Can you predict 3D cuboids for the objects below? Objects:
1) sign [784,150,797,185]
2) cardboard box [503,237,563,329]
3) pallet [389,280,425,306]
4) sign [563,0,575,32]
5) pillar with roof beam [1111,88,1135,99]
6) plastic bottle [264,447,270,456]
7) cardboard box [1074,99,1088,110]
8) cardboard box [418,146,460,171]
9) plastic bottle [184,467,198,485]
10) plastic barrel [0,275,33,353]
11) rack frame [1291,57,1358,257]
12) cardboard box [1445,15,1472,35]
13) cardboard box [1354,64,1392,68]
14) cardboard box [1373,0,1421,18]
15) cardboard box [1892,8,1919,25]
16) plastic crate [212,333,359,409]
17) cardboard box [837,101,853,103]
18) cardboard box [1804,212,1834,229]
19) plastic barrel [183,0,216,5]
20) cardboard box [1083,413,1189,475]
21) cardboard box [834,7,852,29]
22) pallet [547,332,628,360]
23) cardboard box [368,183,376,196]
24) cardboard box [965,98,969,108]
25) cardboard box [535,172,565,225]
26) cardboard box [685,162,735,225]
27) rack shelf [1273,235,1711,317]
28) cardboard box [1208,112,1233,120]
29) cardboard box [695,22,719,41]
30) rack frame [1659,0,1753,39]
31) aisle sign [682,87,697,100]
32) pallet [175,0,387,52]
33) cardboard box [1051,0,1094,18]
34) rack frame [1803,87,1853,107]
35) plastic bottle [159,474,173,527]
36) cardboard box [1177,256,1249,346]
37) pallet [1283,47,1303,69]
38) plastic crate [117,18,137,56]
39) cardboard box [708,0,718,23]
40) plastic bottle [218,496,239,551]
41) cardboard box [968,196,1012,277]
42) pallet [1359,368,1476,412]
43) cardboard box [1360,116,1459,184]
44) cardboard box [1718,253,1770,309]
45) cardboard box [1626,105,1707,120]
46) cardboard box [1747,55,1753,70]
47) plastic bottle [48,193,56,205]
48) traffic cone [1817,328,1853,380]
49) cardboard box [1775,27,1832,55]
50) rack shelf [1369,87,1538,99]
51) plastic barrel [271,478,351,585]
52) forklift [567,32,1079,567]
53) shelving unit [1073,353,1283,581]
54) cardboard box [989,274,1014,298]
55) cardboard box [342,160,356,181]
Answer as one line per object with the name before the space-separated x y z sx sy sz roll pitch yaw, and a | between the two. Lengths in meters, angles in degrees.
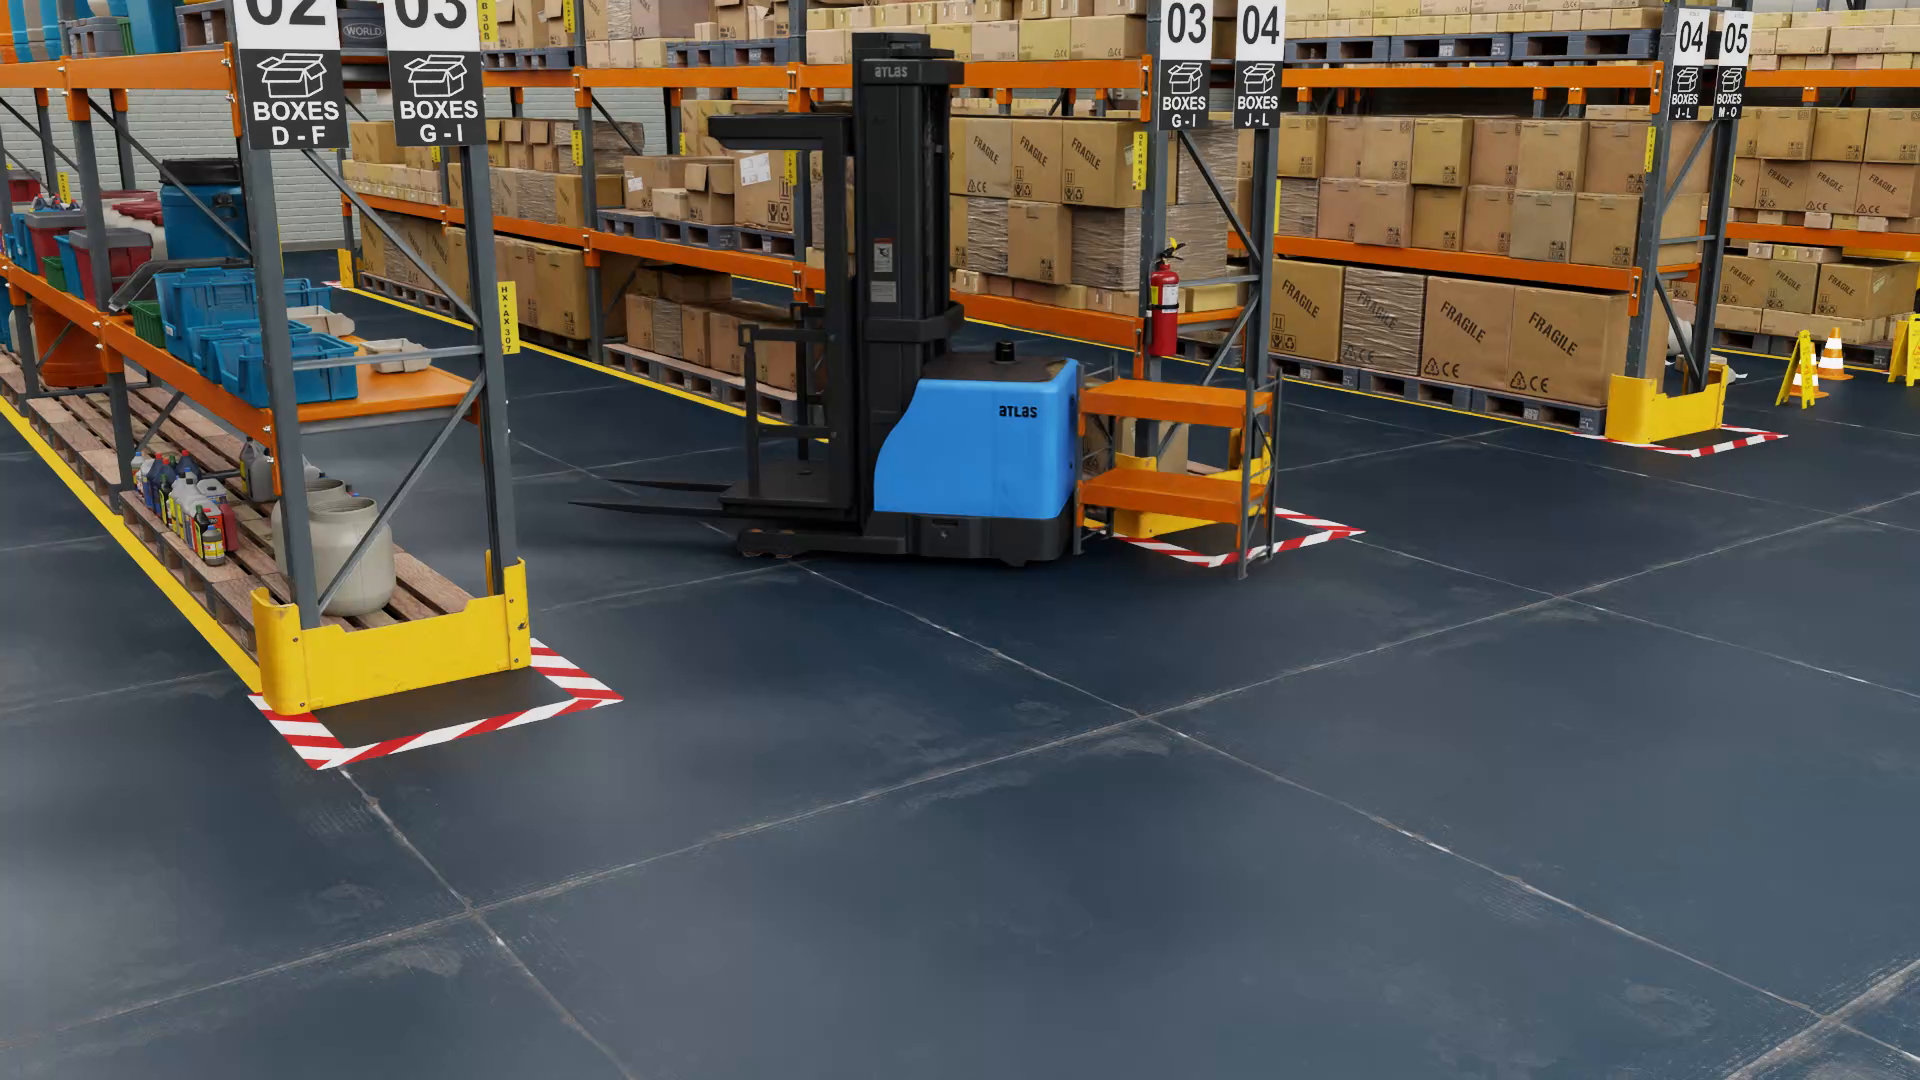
sign | -1.299 -2.885 12.741 0.100 0.325 0.005 -11 19 -35
cardboard box | -4.111 -2.787 17.807 1.225 0.875 0.875 -11 19 -34
pallet | -6.662 -3.212 21.411 1.003 0.211 1.213 -11 19 -35
sign | -3.658 -4.917 15.549 0.100 0.325 0.005 -11 19 -35
pillar with roof beam | -0.218 -10.226 30.393 9.100 9.000 0.400 -11 19 -35
plastic bottle | -4.247 -0.486 10.355 0.144 0.351 0.185 -11 19 -36
cardboard box | 1.954 -6.593 25.169 0.380 0.149 0.250 -10 18 -33
cardboard box | -6.043 -4.611 19.542 0.500 0.500 0.500 -10 18 -33
plastic bottle | -4.537 -0.292 9.795 0.097 0.271 0.097 0 15 0
plastic barrel | -8.840 -2.273 15.879 0.600 0.901 0.708 -11 19 -35
rack frame | 4.812 -4.806 21.952 1.000 3.000 0.127 -11 19 -35
cardboard box | 4.205 -4.228 13.651 0.380 0.149 0.250 -11 19 -34
cardboard box | 5.361 -6.097 20.798 0.700 0.500 0.500 -11 19 -35
cardboard box | 3.875 -4.567 14.135 0.500 0.250 0.500 -11 19 -35
cardboard box | 8.957 -4.895 15.562 0.380 0.149 0.250 -10 18 -34
plastic crate | -3.043 -0.779 7.522 0.499 0.251 0.616 -11 19 -35
cardboard box | -1.553 -5.678 22.493 0.500 0.500 0.500 -10 18 -33
cardboard box | 8.575 -3.168 16.445 0.380 0.149 0.250 -10 18 -34
plastic barrel | -3.280 -2.754 7.623 0.600 0.588 0.600 0 15 0
cardboard box | 1.146 -0.692 10.862 0.500 0.500 0.500 -7 17 -24
cardboard box | -0.699 -3.817 12.185 0.380 0.149 0.250 -12 19 -37
pallet | -3.607 -2.103 17.358 1.003 0.211 1.213 -11 19 -35
cardboard box | -7.361 -4.508 21.342 0.380 0.149 0.250 -11 19 -36
cardboard box | 0.304 -7.194 27.365 0.380 0.149 0.250 -10 18 -33
cardboard box | -3.983 -3.490 16.956 0.500 0.500 0.500 -11 19 -35
cardboard box | -1.946 -3.022 14.443 0.797 0.503 0.637 -9 18 -29
rack shelf | 4.395 -2.388 14.480 1.077 0.370 4.000 -11 19 -35
cardboard box | 3.701 -5.621 22.849 0.500 0.500 0.500 -11 19 -34
cardboard box | -2.036 -4.335 14.197 0.380 0.166 0.250 -12 19 -36
rack frame | 5.571 -5.201 12.033 1.000 3.000 0.127 -11 19 -35
aisle sign | -4.122 -6.947 24.852 0.394 0.787 0.004 -11 19 -35
pallet | -2.914 -2.338 7.612 1.003 0.211 1.213 -11 19 -35
cardboard box | 0.776 -3.252 10.123 0.380 0.149 0.250 -12 19 -37
rack frame | 11.176 -4.723 21.650 1.000 3.000 0.127 -11 19 -35
plastic bottle | -4.546 -0.228 9.538 0.061 0.283 0.133 -10 18 -32
cardboard box | 2.781 -2.398 16.620 1.050 0.750 0.750 -11 19 -35
pallet | 2.640 -4.704 16.262 0.805 0.209 1.217 -12 19 -37
plastic crate | -4.151 -2.610 8.649 0.336 0.188 0.450 -11 19 -35
cardboard box | -2.133 -4.725 14.838 0.500 0.500 0.500 -10 18 -34
plastic bottle | -3.982 -0.091 9.040 0.061 0.283 0.133 -11 19 -35
cardboard box | 0.548 -2.074 11.220 0.875 0.500 0.500 -11 19 -35
pallet | 4.324 -1.381 14.723 1.003 0.211 1.213 -11 19 -35
cardboard box | 4.032 -3.435 14.613 0.875 0.550 0.550 -11 19 -35
cardboard box | 8.233 -2.686 17.200 0.500 0.500 0.500 -11 19 -36
cardboard box | 7.529 -4.385 17.770 0.700 0.500 0.500 -11 19 -34
cardboard box | 8.056 -4.843 16.881 0.380 0.149 0.250 -11 19 -34
plastic bottle | -8.758 -3.184 16.119 0.144 0.351 0.185 -11 19 -35
traffic cone | 8.219 -1.765 15.650 0.336 0.463 0.334 -11 19 -35
cardboard box | 8.393 -4.900 16.337 0.500 0.250 0.500 -10 18 -33
rack shelf | 7.649 -7.104 26.030 1.077 0.370 4.000 -11 19 -35
plastic barrel | -3.250 -0.029 8.416 0.421 0.512 0.421 0 15 0
forklift | -0.834 -1.435 9.768 3.031 2.935 1.130 3 16 11
shelving unit | 1.241 -0.442 9.562 1.048 1.125 0.538 9 17 29
cardboard box | 0.417 -1.731 11.195 0.380 0.149 0.250 -11 19 -35
cardboard box | -7.844 -4.902 22.027 0.500 0.250 0.500 -11 19 -36
